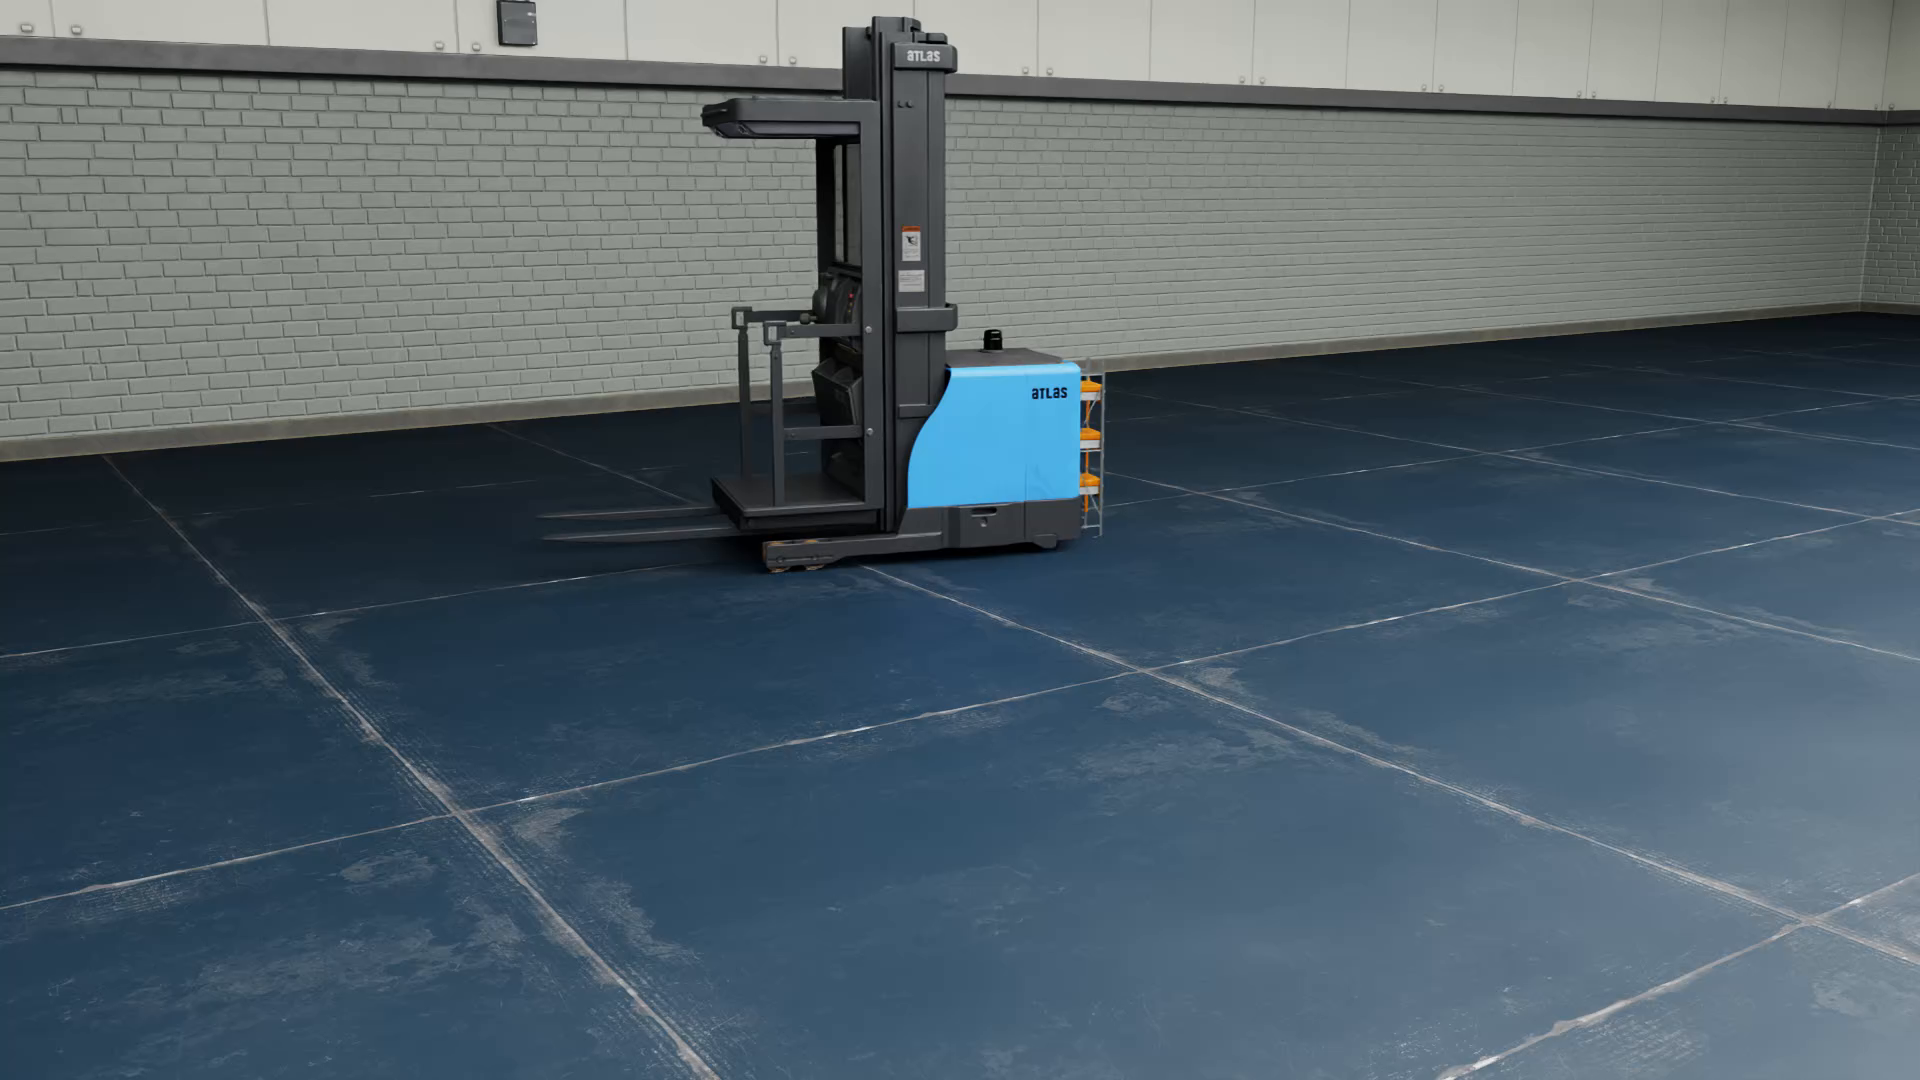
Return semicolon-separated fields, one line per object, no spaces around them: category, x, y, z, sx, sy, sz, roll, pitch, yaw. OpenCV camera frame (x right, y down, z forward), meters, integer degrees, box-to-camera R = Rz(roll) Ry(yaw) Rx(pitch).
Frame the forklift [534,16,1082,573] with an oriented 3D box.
forklift;-0.874;-1.381;9.315;3.031;2.935;1.130;-4;13;-17

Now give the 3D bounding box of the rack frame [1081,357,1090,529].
rack frame;0.679;-0.574;10.028;0.200;1.050;0.008;-4;13;-17

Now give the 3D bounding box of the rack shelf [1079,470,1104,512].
rack shelf;0.715;-0.267;9.976;0.215;0.259;0.240;-4;13;-17

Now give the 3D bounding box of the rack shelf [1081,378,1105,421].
rack shelf;0.715;-0.816;9.856;0.215;0.259;0.240;-4;13;-17

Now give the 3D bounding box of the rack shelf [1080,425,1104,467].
rack shelf;0.715;-0.539;9.917;0.215;0.259;0.240;-4;13;-17

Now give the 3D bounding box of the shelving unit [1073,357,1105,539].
shelving unit;0.715;-0.549;9.914;0.215;1.050;0.252;-4;13;-17

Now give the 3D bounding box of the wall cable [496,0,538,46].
wall cable;-2.906;-7.252;13.999;2.305;6.003;0.169;-8;15;-33

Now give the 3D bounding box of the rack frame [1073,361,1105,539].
rack frame;0.752;-0.524;9.801;0.200;1.050;0.008;-4;13;-17
